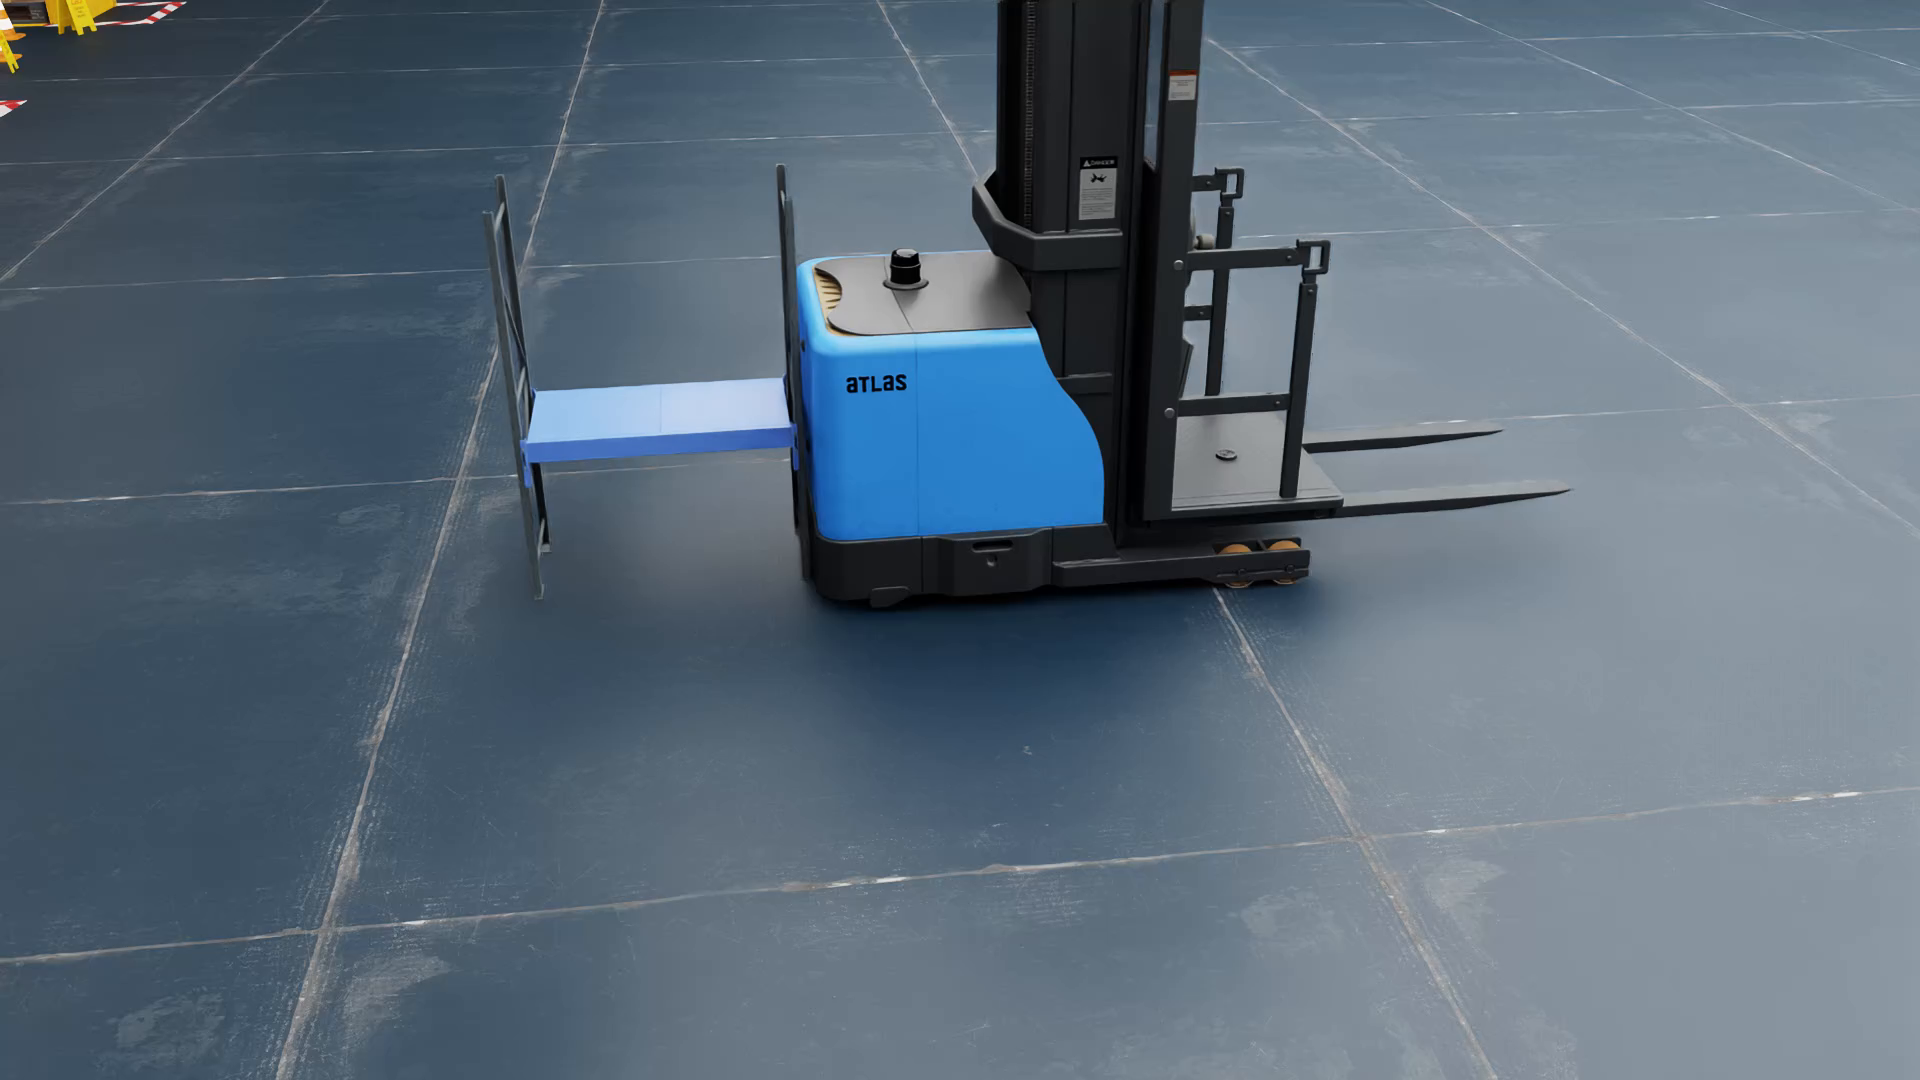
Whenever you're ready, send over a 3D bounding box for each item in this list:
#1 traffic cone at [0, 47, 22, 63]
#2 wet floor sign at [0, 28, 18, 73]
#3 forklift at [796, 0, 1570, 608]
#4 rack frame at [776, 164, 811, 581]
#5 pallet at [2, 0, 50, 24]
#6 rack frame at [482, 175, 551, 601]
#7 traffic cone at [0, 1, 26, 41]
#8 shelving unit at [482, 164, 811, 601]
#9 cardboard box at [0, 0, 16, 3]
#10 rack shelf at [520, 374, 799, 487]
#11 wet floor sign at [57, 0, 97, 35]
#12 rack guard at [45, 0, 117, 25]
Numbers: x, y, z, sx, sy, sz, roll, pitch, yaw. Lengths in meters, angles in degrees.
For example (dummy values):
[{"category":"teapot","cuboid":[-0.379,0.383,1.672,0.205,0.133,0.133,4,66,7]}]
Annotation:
[{"category":"traffic cone","cuboid":[-8.931,-4.674,15.352,0.334,0.463,0.336,-4,27,-7]},{"category":"wet floor sign","cuboid":[-8.633,-4.512,14.836,0.232,0.644,0.267,-8,28,-16]},{"category":"forklift","cuboid":[0.900,-1.352,6.175,3.031,2.935,1.130,-4,27,-8]},{"category":"rack frame","cuboid":[-0.632,-0.621,6.318,0.032,1.500,0.500,-4,27,-8]},{"category":"pallet","cuboid":[-10.061,-5.612,17.457,1.213,0.211,1.003,-4,27,-7]},{"category":"rack frame","cuboid":[-1.636,-0.549,6.178,0.032,1.500,0.500,-4,27,-8]},{"category":"traffic cone","cuboid":[-9.422,-5.154,16.288,0.334,0.463,0.336,-4,27,-7]},{"category":"shelving unit","cuboid":[-1.134,-0.585,6.248,1.048,1.500,0.538,-4,27,-8]},{"category":"cardboard box","cuboid":[-9.963,-5.682,17.091,0.500,0.250,0.500,-4,27,-7]},{"category":"rack shelf","cuboid":[-1.134,-0.425,6.330,1.000,0.185,0.538,-4,27,-8]},{"category":"wet floor sign","cuboid":[-8.839,-5.374,16.517,0.232,0.644,0.267,6,28,11]},{"category":"rack guard","cuboid":[-9.251,-5.776,17.460,0.348,0.500,1.175,-4,27,-7]}]
